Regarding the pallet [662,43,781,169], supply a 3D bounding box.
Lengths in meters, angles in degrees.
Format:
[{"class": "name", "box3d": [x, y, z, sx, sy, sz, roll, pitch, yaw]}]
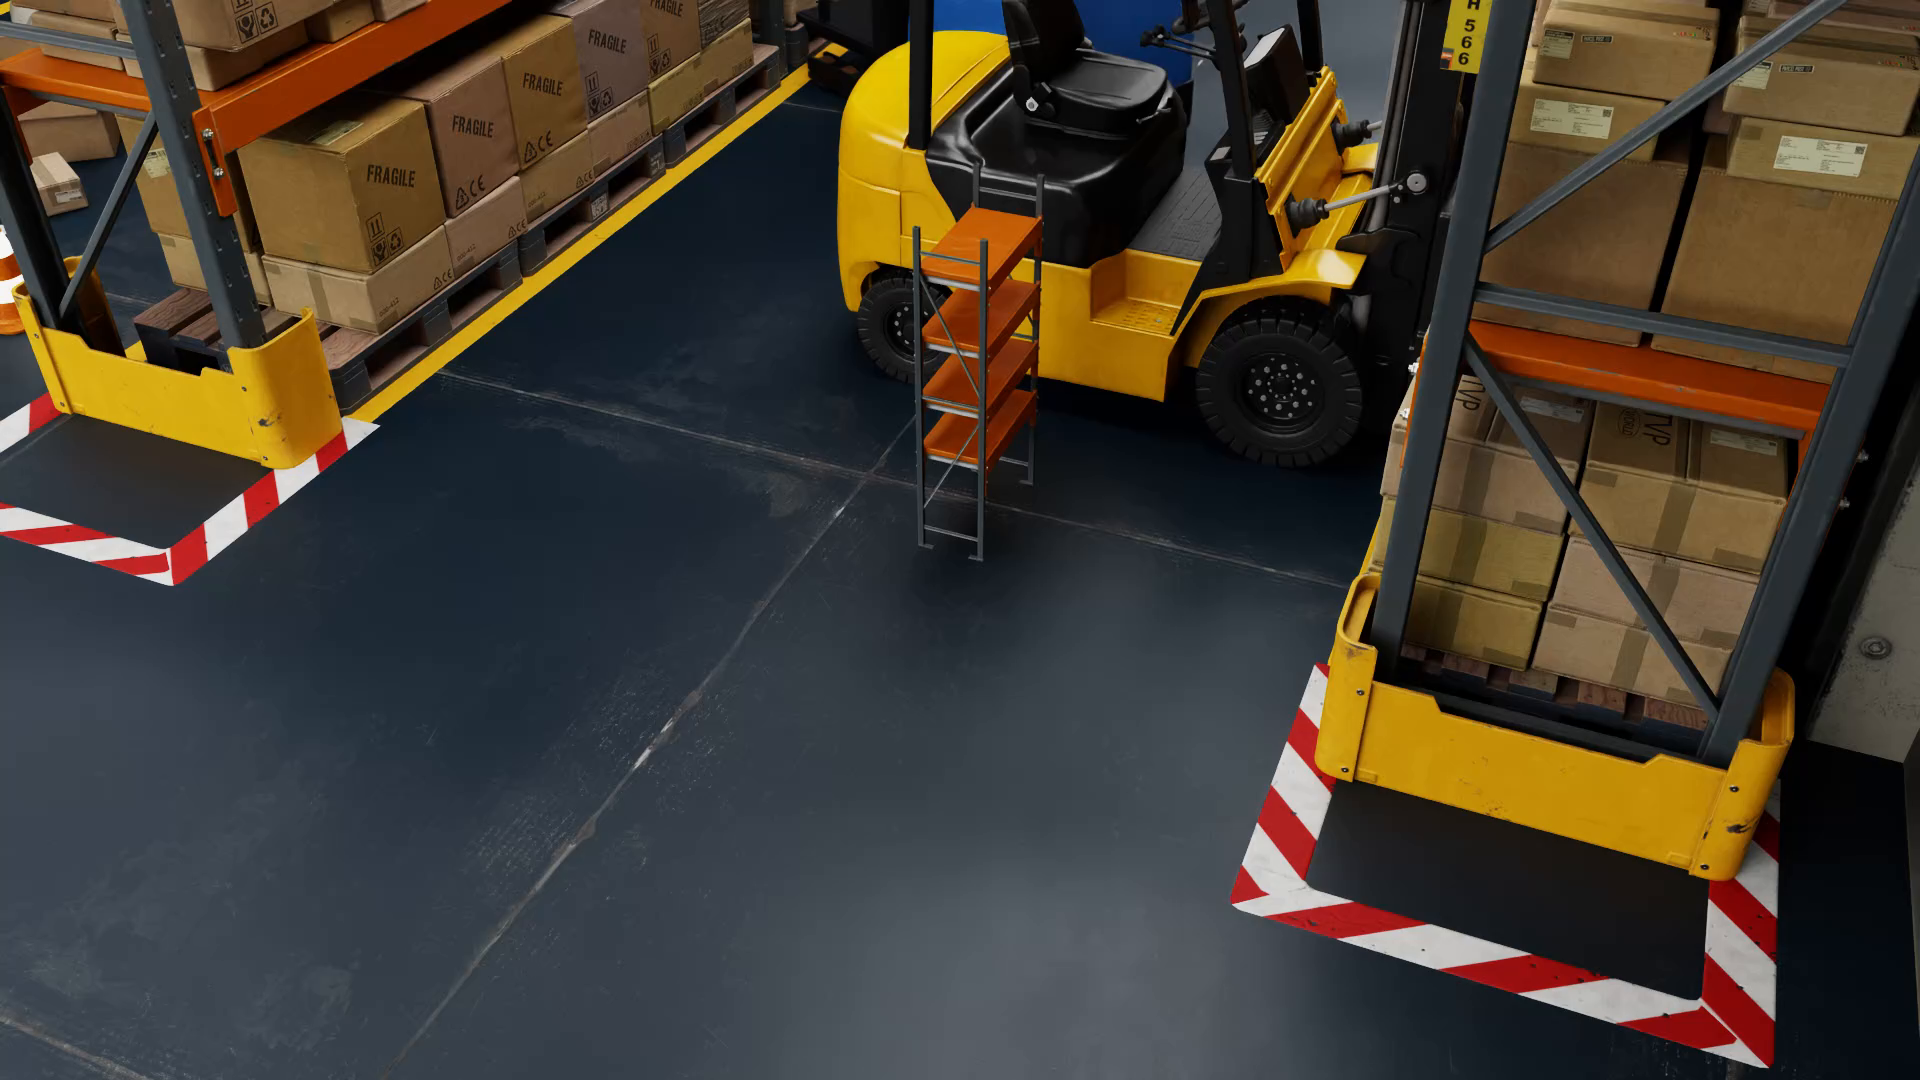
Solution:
[{"class": "pallet", "box3d": [-1.657, -2.351, 8.720, 1.003, 0.211, 1.213, 14, 39, 18]}]

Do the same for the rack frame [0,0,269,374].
[{"class": "rack frame", "box3d": [-2.956, -1.634, 5.430, 1.000, 3.000, 0.127, 14, 39, 18]}]

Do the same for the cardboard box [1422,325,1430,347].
[{"class": "cardboard box", "box3d": [1.711, -0.582, 5.134, 0.500, 0.250, 0.500, 15, 39, 19]}]

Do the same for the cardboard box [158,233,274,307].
[{"class": "cardboard box", "box3d": [-2.888, -1.223, 6.826, 0.500, 0.250, 0.500, 14, 39, 18]}]

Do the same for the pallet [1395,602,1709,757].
[{"class": "pallet", "box3d": [1.888, 0.179, 5.334, 1.003, 0.211, 1.213, 14, 39, 18]}]

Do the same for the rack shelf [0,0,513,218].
[{"class": "rack shelf", "box3d": [-2.195, -2.453, 7.127, 1.077, 0.370, 4.000, 14, 39, 18]}]

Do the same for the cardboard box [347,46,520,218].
[{"class": "cardboard box", "box3d": [-2.190, -1.688, 6.823, 0.500, 0.500, 0.500, 12, 39, 16]}]

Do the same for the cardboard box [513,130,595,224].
[{"class": "cardboard box", "box3d": [-1.996, -1.670, 7.425, 0.500, 0.250, 0.500, 16, 40, 21]}]

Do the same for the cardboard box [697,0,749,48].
[{"class": "cardboard box", "box3d": [-1.411, -2.827, 8.346, 0.500, 0.500, 0.500, 13, 39, 17]}]

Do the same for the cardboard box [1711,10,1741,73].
[{"class": "cardboard box", "box3d": [2.142, -1.224, 4.256, 0.380, 0.149, 0.250, 13, 39, 17]}]

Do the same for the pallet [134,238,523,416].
[{"class": "pallet", "box3d": [-2.585, -1.001, 6.912, 1.003, 0.211, 1.213, 14, 39, 18]}]

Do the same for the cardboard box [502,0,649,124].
[{"class": "cardboard box", "box3d": [-1.796, -2.262, 7.590, 0.500, 0.500, 0.500, 16, 40, 20]}]

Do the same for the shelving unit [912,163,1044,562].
[{"class": "shelving unit", "box3d": [0.063, -0.572, 5.513, 0.258, 1.200, 0.503, 14, 39, 18]}]

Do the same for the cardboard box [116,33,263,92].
[{"class": "cardboard box", "box3d": [-2.635, -1.674, 5.694, 0.380, 0.149, 0.250, 14, 39, 18]}]

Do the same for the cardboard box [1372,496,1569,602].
[{"class": "cardboard box", "box3d": [1.532, -0.113, 4.924, 0.500, 0.250, 0.500, 13, 39, 17]}]

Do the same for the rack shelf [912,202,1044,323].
[{"class": "rack shelf", "box3d": [0.063, -0.887, 5.278, 0.258, 0.148, 0.480, 14, 39, 18]}]

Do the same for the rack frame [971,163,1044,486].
[{"class": "rack frame", "box3d": [0.156, -0.707, 5.694, 0.240, 1.200, 0.015, 14, 39, 18]}]

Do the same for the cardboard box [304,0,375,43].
[{"class": "cardboard box", "box3d": [-2.376, -1.945, 6.057, 0.380, 0.149, 0.250, 13, 39, 16]}]

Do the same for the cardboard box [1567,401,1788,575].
[{"class": "cardboard box", "box3d": [1.994, -0.195, 4.617, 0.500, 0.250, 0.500, 13, 39, 17]}]

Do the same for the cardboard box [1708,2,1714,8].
[{"class": "cardboard box", "box3d": [1.981, -1.446, 5.096, 0.500, 0.500, 0.500, 13, 39, 17]}]

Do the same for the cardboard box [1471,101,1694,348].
[{"class": "cardboard box", "box3d": [1.580, -0.877, 4.335, 0.500, 0.500, 0.500, 13, 39, 17]}]

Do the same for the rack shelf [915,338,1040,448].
[{"class": "rack shelf", "box3d": [0.063, -0.518, 5.554, 0.258, 0.148, 0.480, 14, 39, 18]}]

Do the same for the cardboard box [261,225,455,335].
[{"class": "cardboard box", "box3d": [-2.393, -1.084, 6.641, 0.500, 0.250, 0.500, 14, 39, 17]}]

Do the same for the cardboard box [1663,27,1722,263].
[{"class": "cardboard box", "box3d": [2.259, -1.050, 4.565, 0.500, 0.500, 0.500, 15, 39, 19]}]

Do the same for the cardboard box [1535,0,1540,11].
[{"class": "cardboard box", "box3d": [1.717, -1.465, 4.331, 0.380, 0.149, 0.250, 15, 39, 19]}]

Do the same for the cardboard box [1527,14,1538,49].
[{"class": "cardboard box", "box3d": [1.578, -1.209, 4.237, 0.380, 0.149, 0.250, 14, 39, 18]}]

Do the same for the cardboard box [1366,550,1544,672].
[{"class": "cardboard box", "box3d": [1.522, 0.096, 5.062, 0.500, 0.250, 0.500, 14, 39, 18]}]

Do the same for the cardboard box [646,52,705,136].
[{"class": "cardboard box", "box3d": [-1.604, -2.229, 8.173, 0.500, 0.250, 0.500, 13, 39, 17]}]

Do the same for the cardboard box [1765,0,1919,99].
[{"class": "cardboard box", "box3d": [2.120, -1.194, 3.969, 0.380, 0.149, 0.250, 15, 39, 19]}]

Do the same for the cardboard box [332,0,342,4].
[{"class": "cardboard box", "box3d": [-2.325, -2.279, 5.962, 0.500, 0.500, 0.500, 15, 39, 19]}]

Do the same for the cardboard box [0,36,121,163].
[{"class": "cardboard box", "box3d": [-4.629, -2.183, 8.250, 0.797, 0.503, 0.637, -11, 38, -14]}]

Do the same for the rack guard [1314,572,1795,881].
[{"class": "rack guard", "box3d": [1.627, 0.510, 4.651, 1.175, 0.500, 0.348, 14, 39, 18]}]

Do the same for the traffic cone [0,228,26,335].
[{"class": "traffic cone", "box3d": [-3.985, -1.149, 6.901, 0.336, 0.463, 0.334, 14, 39, 18]}]

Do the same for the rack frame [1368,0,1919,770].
[{"class": "rack frame", "box3d": [1.636, -0.505, 3.920, 1.000, 3.000, 0.127, 14, 39, 18]}]

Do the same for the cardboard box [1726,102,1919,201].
[{"class": "cardboard box", "box3d": [2.005, -0.934, 3.868, 0.380, 0.149, 0.250, 13, 39, 17]}]

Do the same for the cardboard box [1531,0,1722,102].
[{"class": "cardboard box", "box3d": [1.577, -1.170, 3.937, 0.380, 0.149, 0.250, 14, 39, 18]}]

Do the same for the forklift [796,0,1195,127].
[{"class": "forklift", "box3d": [-0.171, -3.721, 8.280, 1.130, 2.935, 3.031, -27, 45, -32]}]

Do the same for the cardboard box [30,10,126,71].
[{"class": "cardboard box", "box3d": [-3.012, -1.789, 5.848, 0.380, 0.149, 0.250, 15, 39, 19]}]
